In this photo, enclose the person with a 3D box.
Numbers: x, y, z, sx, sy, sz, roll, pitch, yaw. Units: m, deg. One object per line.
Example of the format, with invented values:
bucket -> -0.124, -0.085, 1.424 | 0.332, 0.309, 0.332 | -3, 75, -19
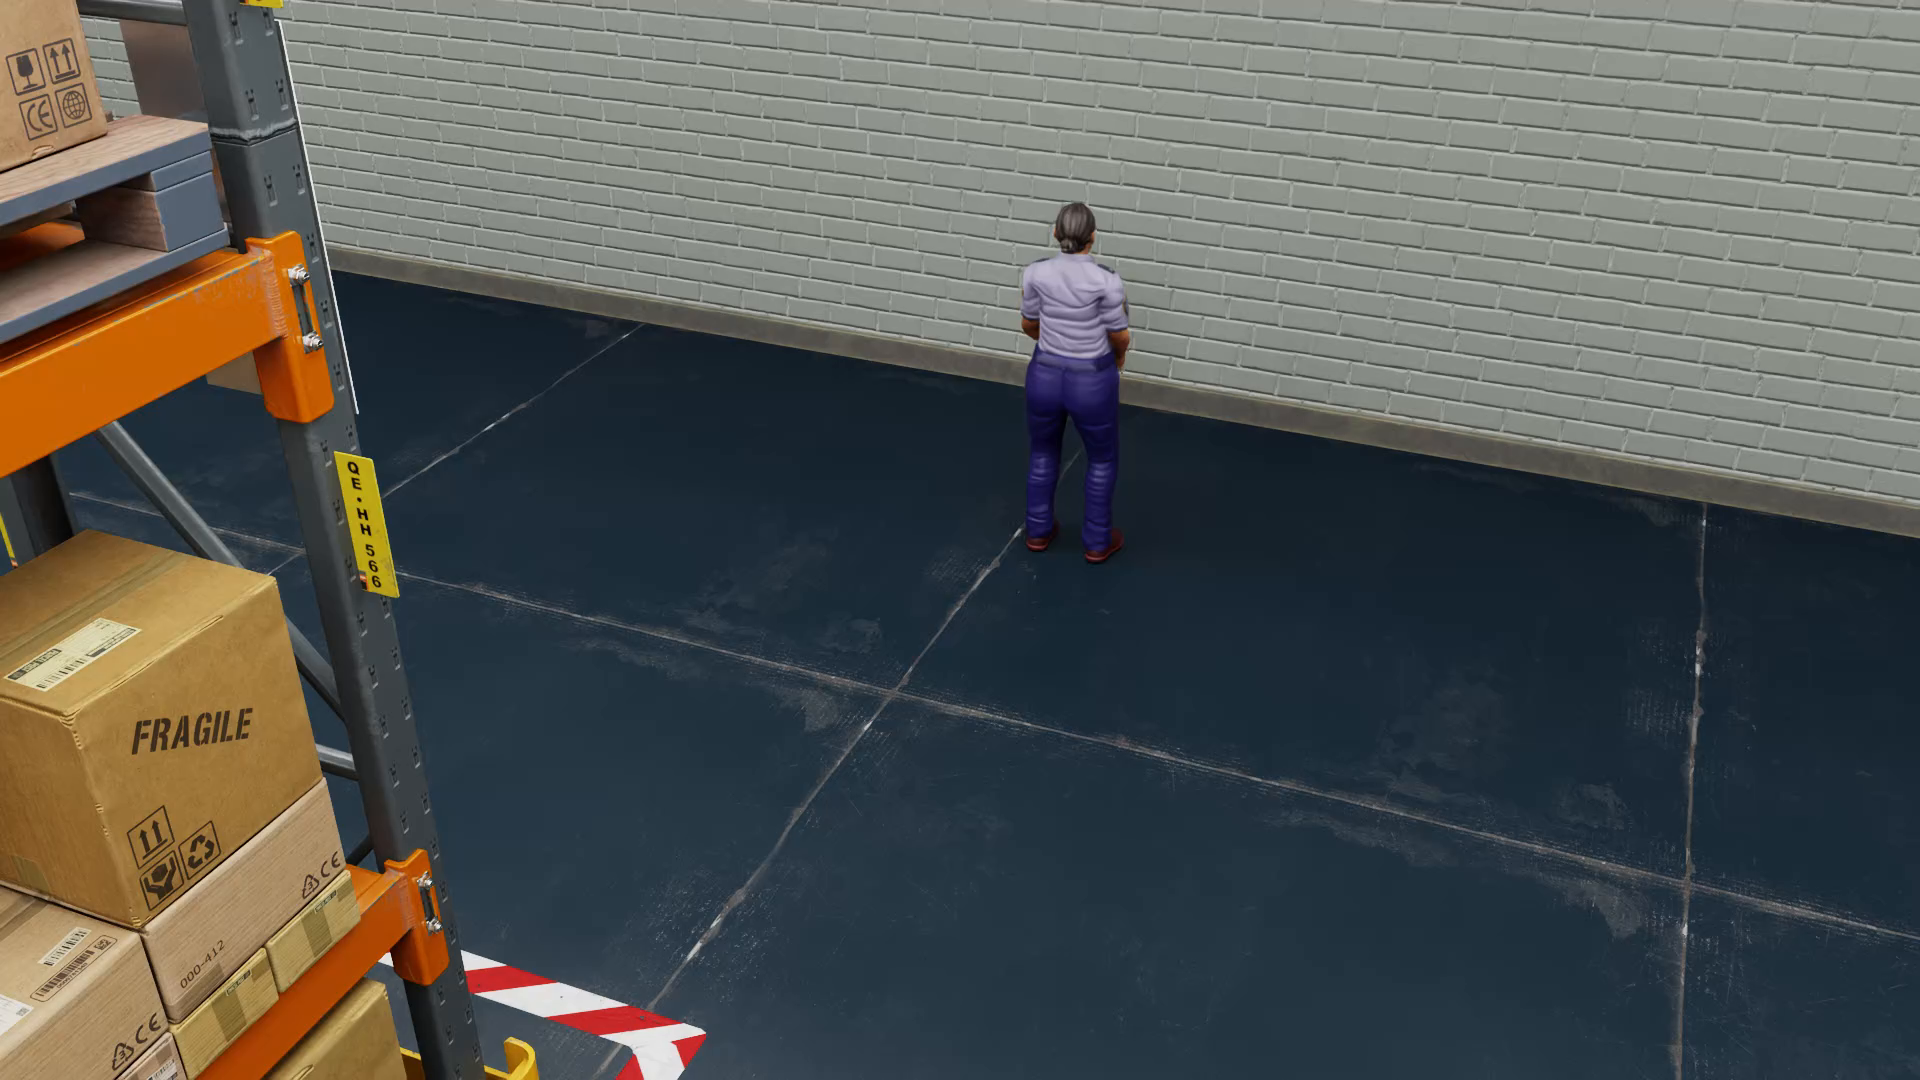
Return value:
person -> 0.517, -0.712, 7.376 | 0.487, 1.654, 0.476 | 11, 32, 19
